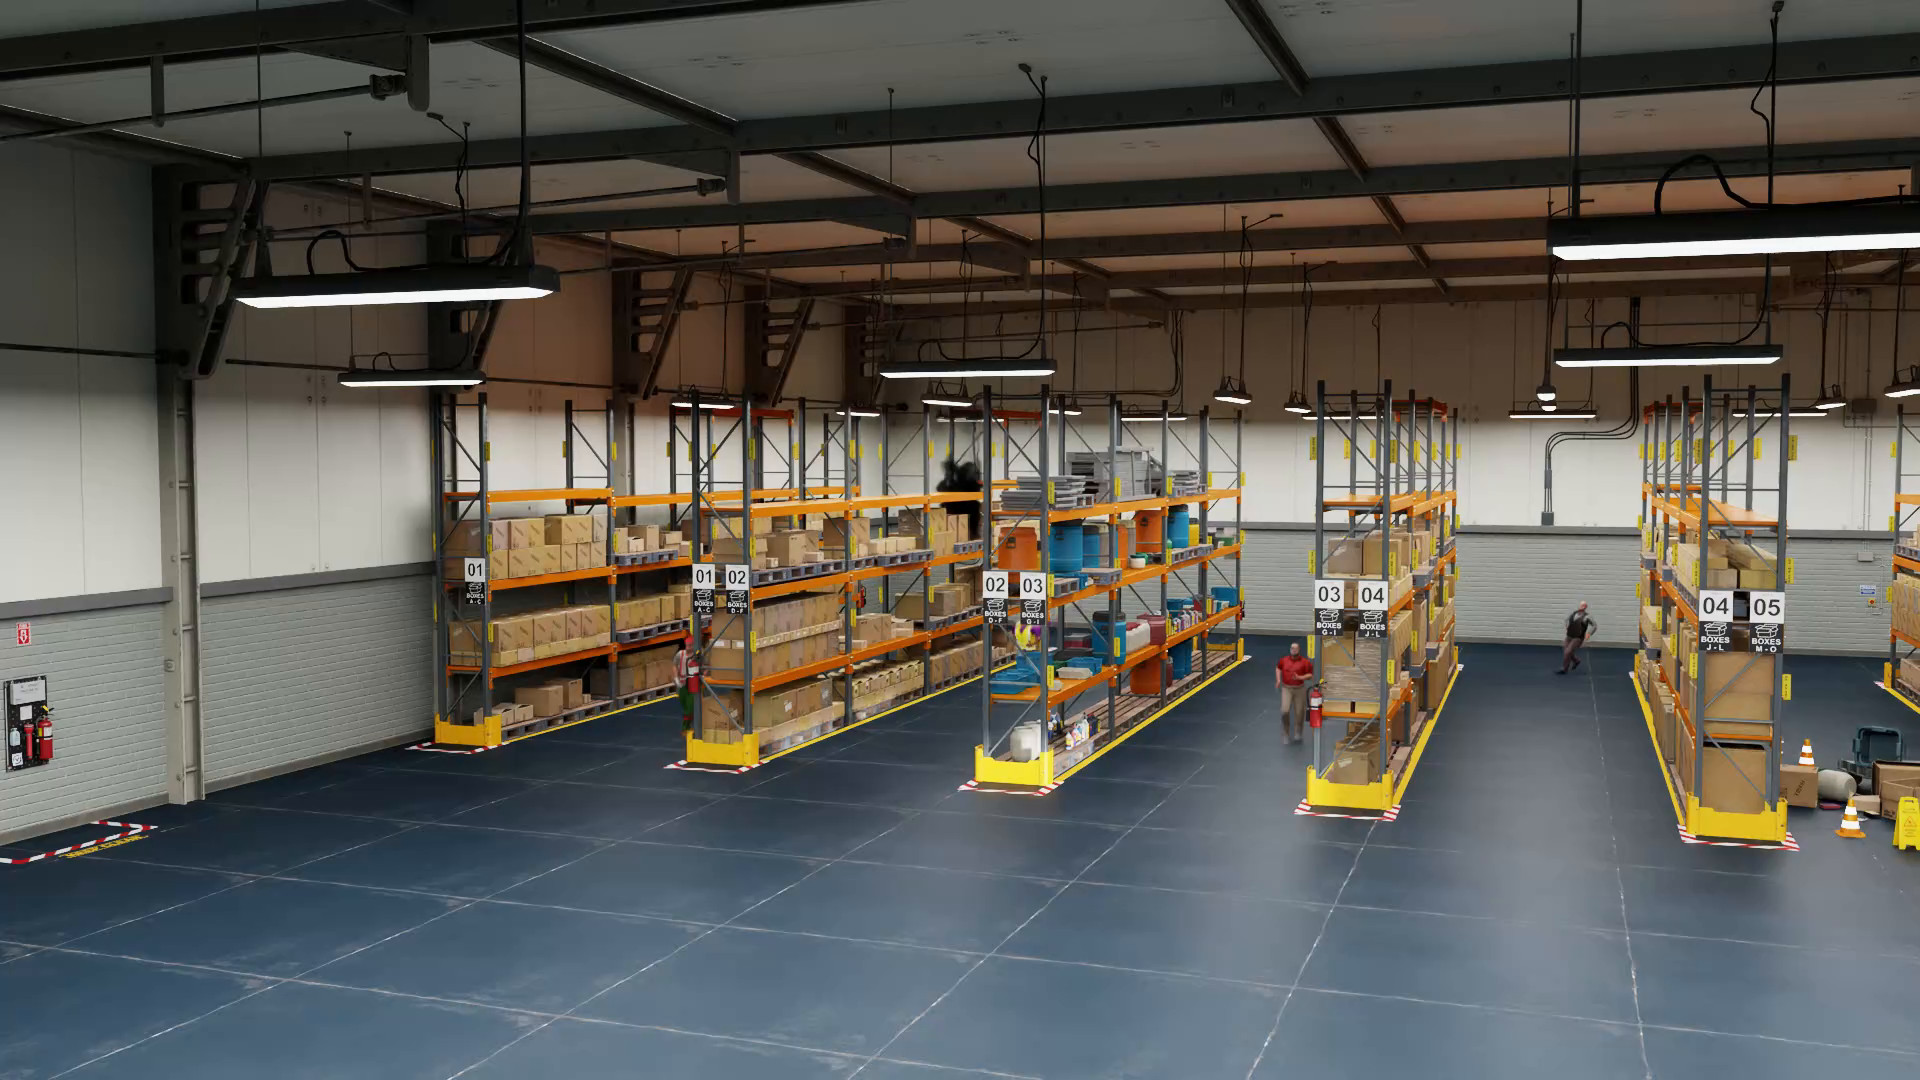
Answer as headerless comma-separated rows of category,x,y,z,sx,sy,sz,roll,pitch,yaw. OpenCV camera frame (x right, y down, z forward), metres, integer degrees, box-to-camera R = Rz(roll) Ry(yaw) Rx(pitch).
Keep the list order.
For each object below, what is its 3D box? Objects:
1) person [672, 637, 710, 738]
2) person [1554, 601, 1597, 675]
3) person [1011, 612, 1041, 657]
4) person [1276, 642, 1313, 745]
person,-4.765,2.576,29.448,0.659,1.766,0.928,0,3,7
person,13.742,2.196,37.145,0.828,1.661,0.718,-2,3,-27
person,1.359,2.285,34.129,0.686,1.773,0.886,1,3,20
person,5.708,2.640,28.454,0.637,1.781,0.738,1,3,16
